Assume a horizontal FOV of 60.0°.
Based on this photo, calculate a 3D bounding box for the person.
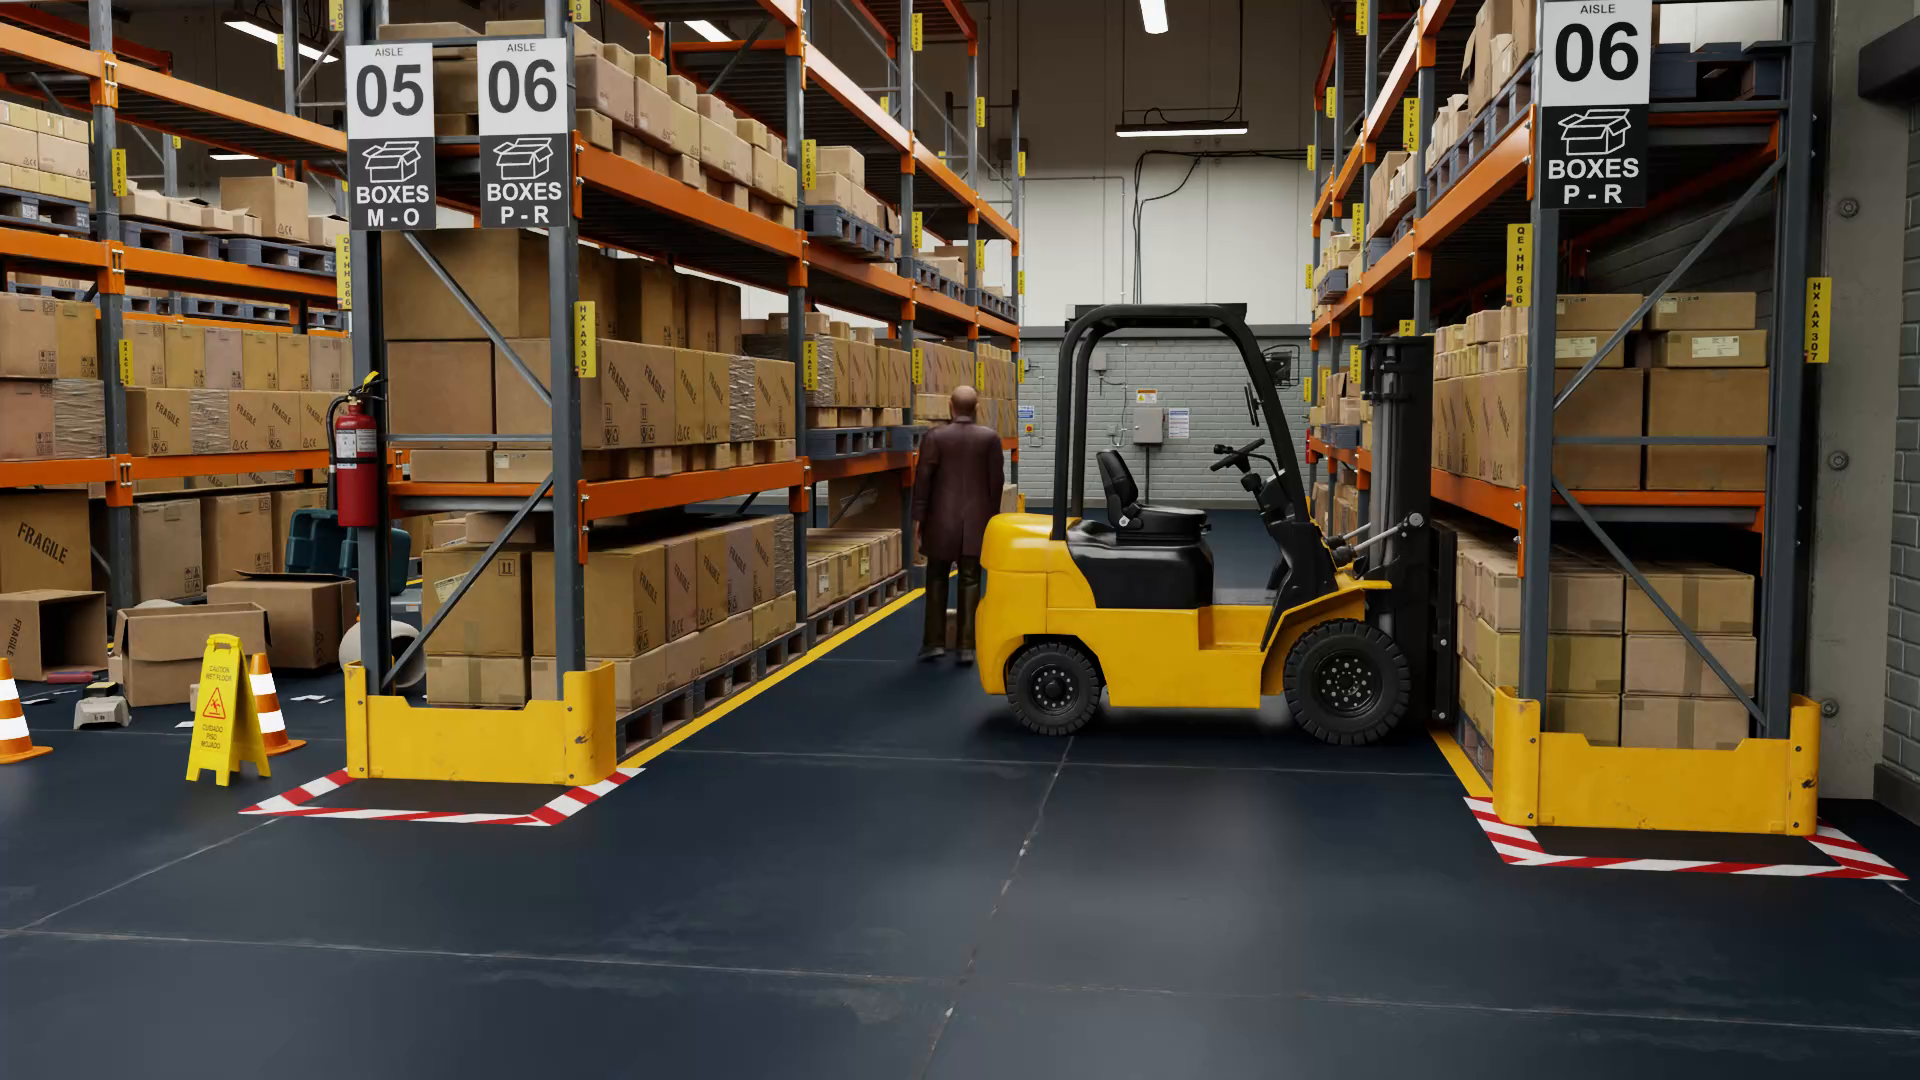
[{"bbox_3d":[-0.025,-0.094,10.797,0.614,1.814,0.545,-1,4,-7],"label":"person"}]
